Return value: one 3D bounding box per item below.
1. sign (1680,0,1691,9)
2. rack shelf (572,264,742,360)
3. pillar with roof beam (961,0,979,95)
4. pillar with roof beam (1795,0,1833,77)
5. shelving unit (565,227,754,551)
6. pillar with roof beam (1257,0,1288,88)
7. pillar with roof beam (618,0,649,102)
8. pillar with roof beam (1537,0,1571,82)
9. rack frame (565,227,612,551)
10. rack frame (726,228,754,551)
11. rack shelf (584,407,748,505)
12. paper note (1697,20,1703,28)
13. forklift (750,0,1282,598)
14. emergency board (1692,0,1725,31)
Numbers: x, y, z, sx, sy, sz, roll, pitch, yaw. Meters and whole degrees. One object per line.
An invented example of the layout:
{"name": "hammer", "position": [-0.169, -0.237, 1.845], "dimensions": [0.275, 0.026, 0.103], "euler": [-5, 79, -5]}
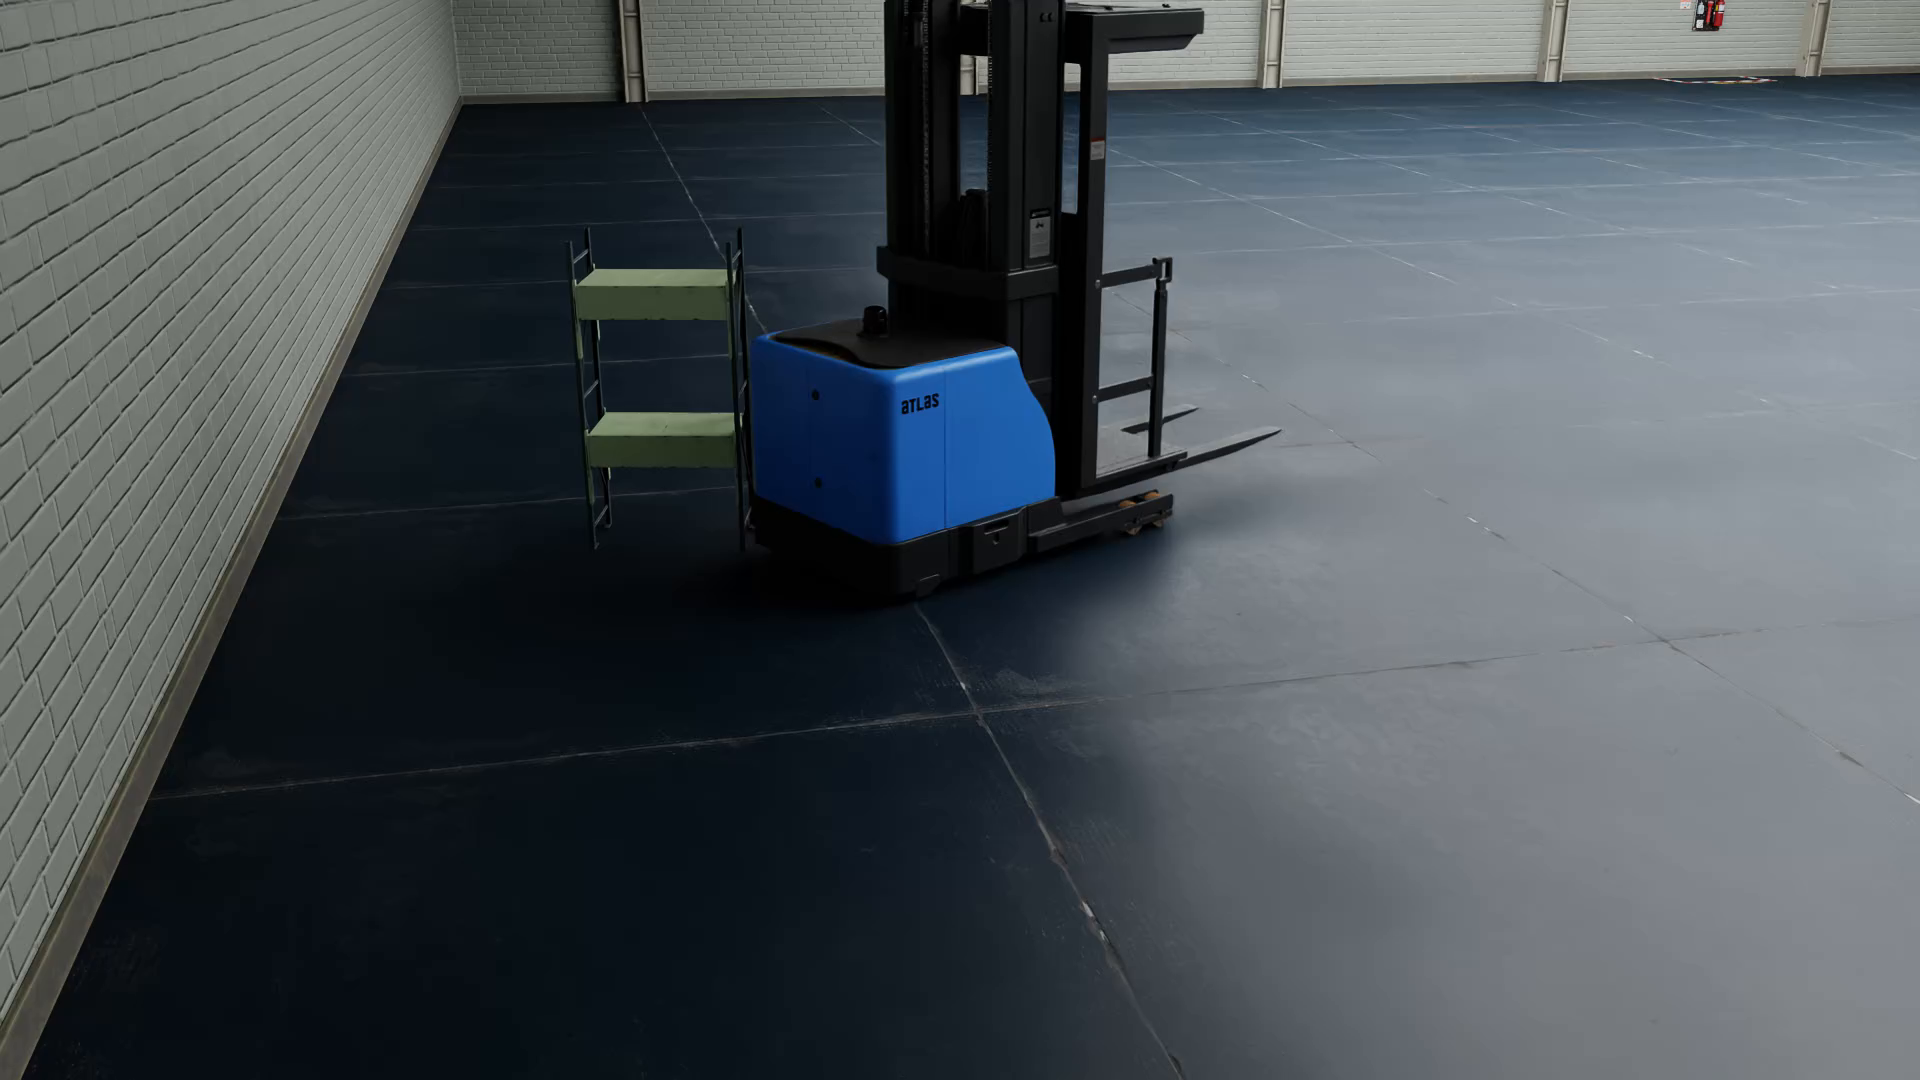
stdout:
{"name": "sign", "position": [14.657, -10.897, 33.566], "dimensions": [0.234, 0.329, 0.001], "euler": [-5, 21, -12]}
{"name": "rack shelf", "position": [-1.419, -1.086, 7.883], "dimensions": [0.720, 0.370, 0.431], "euler": [0, 20, 1]}
{"name": "pillar with roof beam", "position": [1.107, -11.023, 25.241], "dimensions": [0.400, 9.000, 9.100], "euler": [-5, 21, -12]}
{"name": "pillar with roof beam", "position": [18.623, -12.448, 29.131], "dimensions": [0.400, 9.000, 9.100], "euler": [-5, 21, -12]}
{"name": "shelving unit", "position": [-1.419, -0.720, 8.017], "dimensions": [0.755, 1.500, 0.431], "euler": [0, 20, 1]}
{"name": "pillar with roof beam", "position": [6.945, -11.498, 26.538], "dimensions": [0.400, 9.000, 9.100], "euler": [-5, 21, -12]}
{"name": "pillar with roof beam", "position": [-4.732, -10.548, 23.945], "dimensions": [0.400, 9.000, 9.100], "euler": [-5, 21, -12]}
{"name": "pillar with roof beam", "position": [12.784, -11.973, 27.834], "dimensions": [0.400, 9.000, 9.100], "euler": [-5, 21, -12]}
{"name": "rack frame", "position": [-1.785, -0.722, 8.021], "dimensions": [0.023, 1.500, 0.400], "euler": [0, 20, 1]}
{"name": "rack frame", "position": [-1.053, -0.718, 8.013], "dimensions": [0.023, 1.500, 0.400], "euler": [0, 20, 1]}
{"name": "rack shelf", "position": [-1.419, -0.414, 8.129], "dimensions": [0.720, 0.370, 0.431], "euler": [0, 20, 1]}
{"name": "paper note", "position": [15.031, -10.485, 33.774], "dimensions": [0.142, 0.148, 0.016], "euler": [-5, 21, -12]}
{"name": "forklift", "position": [0.447, -1.525, 8.134], "dimensions": [3.031, 2.935, 1.130], "euler": [-17, 26, -39]}
{"name": "emergency board", "position": [15.219, -10.889, 33.597], "dimensions": [0.643, 1.169, 0.194], "euler": [-5, 21, -12]}
